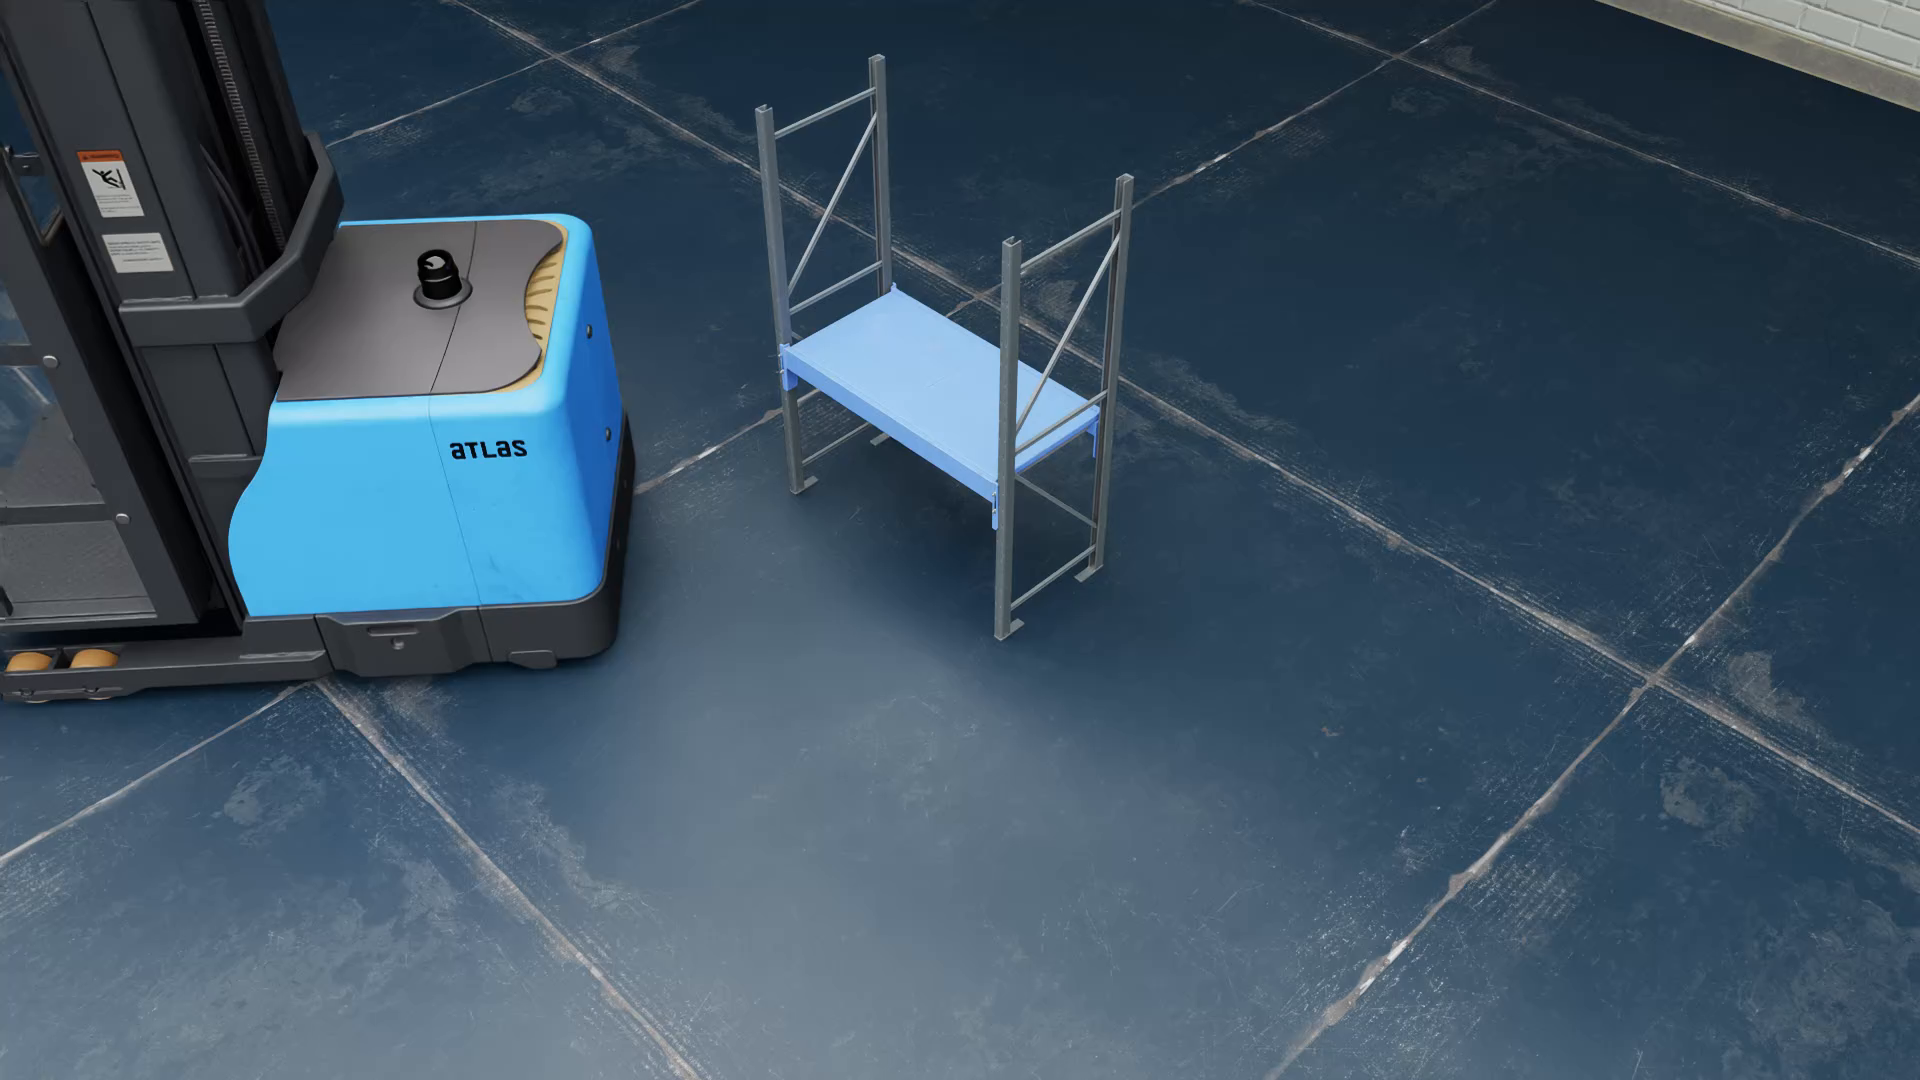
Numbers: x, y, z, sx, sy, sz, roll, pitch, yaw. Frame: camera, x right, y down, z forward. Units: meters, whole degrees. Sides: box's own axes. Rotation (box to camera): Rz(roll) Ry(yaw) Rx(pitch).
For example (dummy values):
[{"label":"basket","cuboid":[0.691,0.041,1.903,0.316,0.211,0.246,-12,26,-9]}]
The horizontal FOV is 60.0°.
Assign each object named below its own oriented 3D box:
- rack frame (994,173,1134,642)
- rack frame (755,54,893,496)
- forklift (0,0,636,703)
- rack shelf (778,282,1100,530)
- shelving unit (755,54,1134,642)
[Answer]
[{"label":"rack frame","cuboid":[0.299,-0.348,5.021,0.500,1.500,0.032,-34,53,-31]},{"label":"rack frame","cuboid":[-0.419,-0.836,5.550,0.500,1.500,0.032,-34,53,-31]},{"label":"forklift","cuboid":[-2.640,-0.940,4.608,3.031,2.935,1.130,-3,43,-3]},{"label":"rack shelf","cuboid":[-0.060,-0.460,5.407,0.538,0.185,1.000,-34,53,-31]},{"label":"shelving unit","cuboid":[-0.060,-0.592,5.285,0.538,1.500,1.048,-34,53,-31]}]
